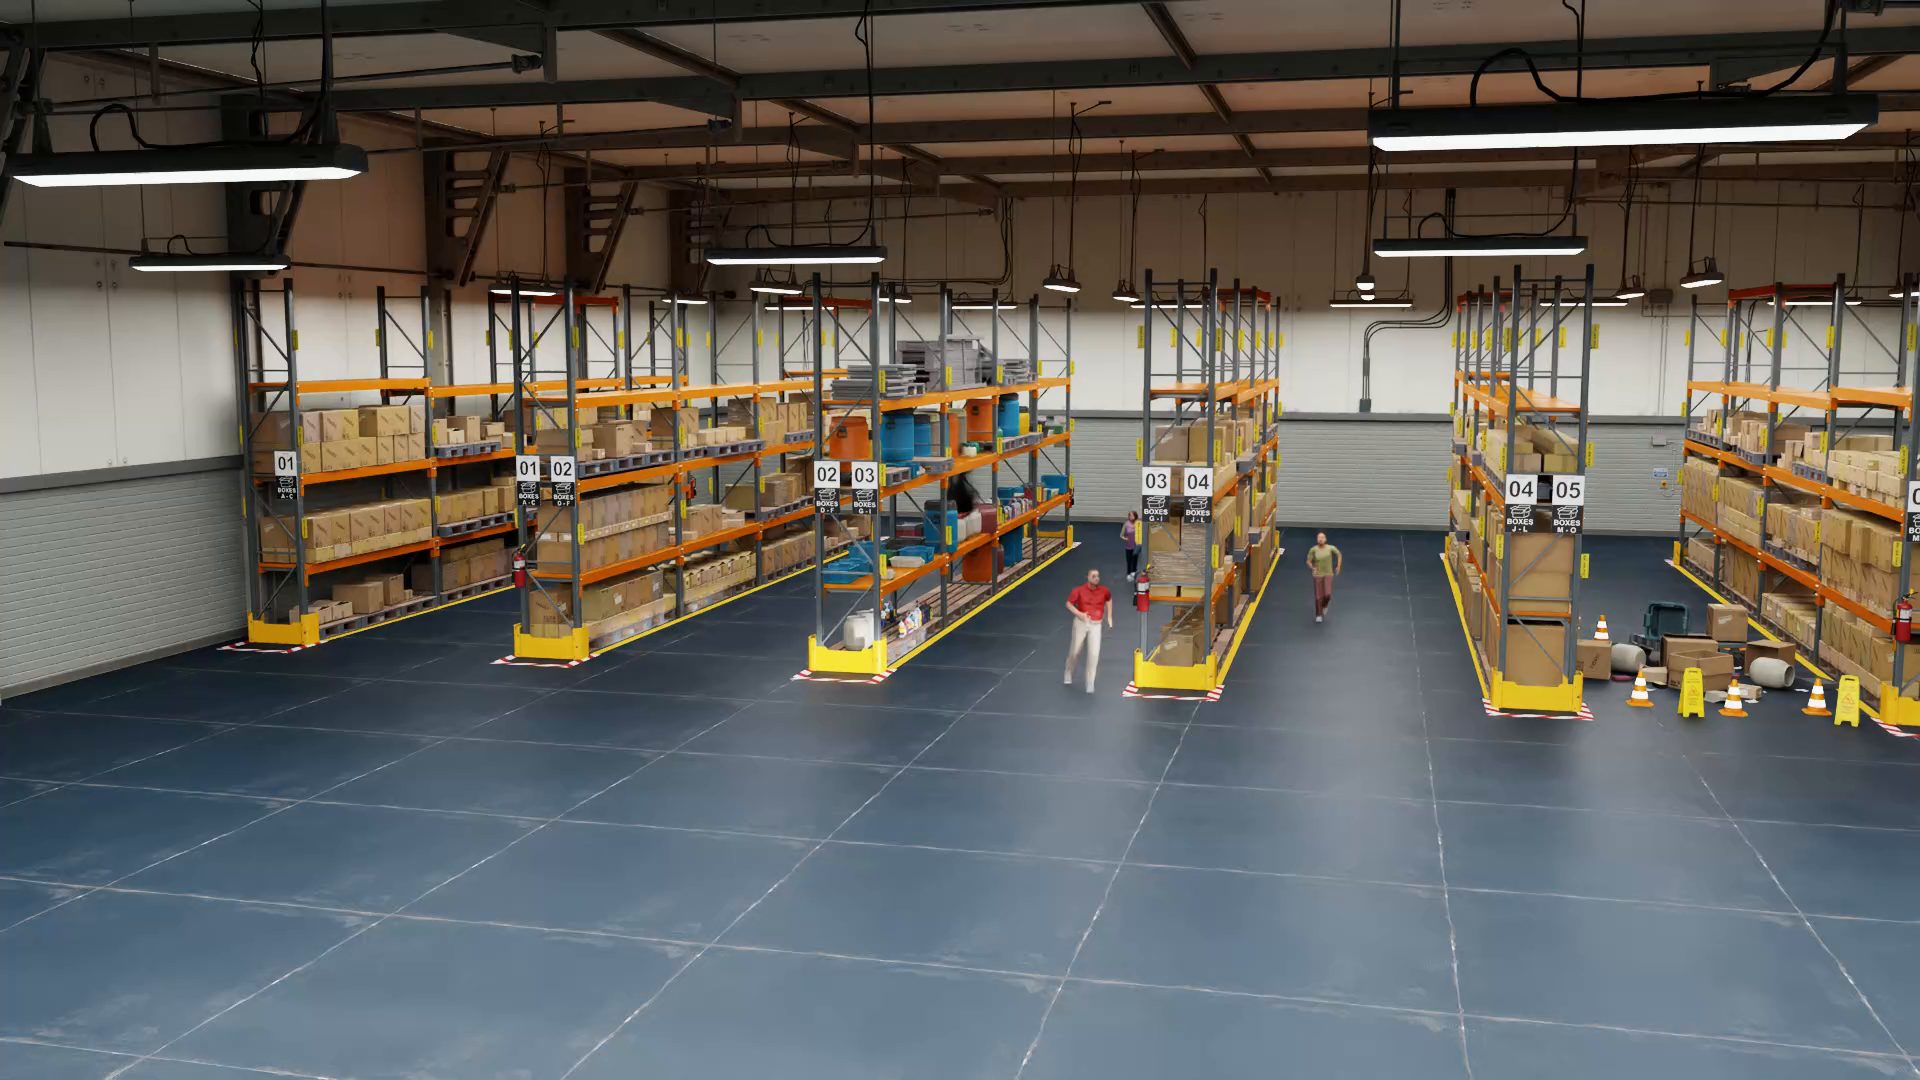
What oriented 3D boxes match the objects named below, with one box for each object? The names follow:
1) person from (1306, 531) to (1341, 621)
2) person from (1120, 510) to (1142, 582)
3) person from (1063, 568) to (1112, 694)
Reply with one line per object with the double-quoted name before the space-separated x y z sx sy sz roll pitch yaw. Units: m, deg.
"person" 6.461 0.651 29.582 0.605 1.615 0.641 2 7 14
"person" 3.510 0.149 33.566 0.551 1.497 0.913 2 7 13
"person" 1.876 1.297 23.965 0.713 1.792 0.803 -1 7 -8
